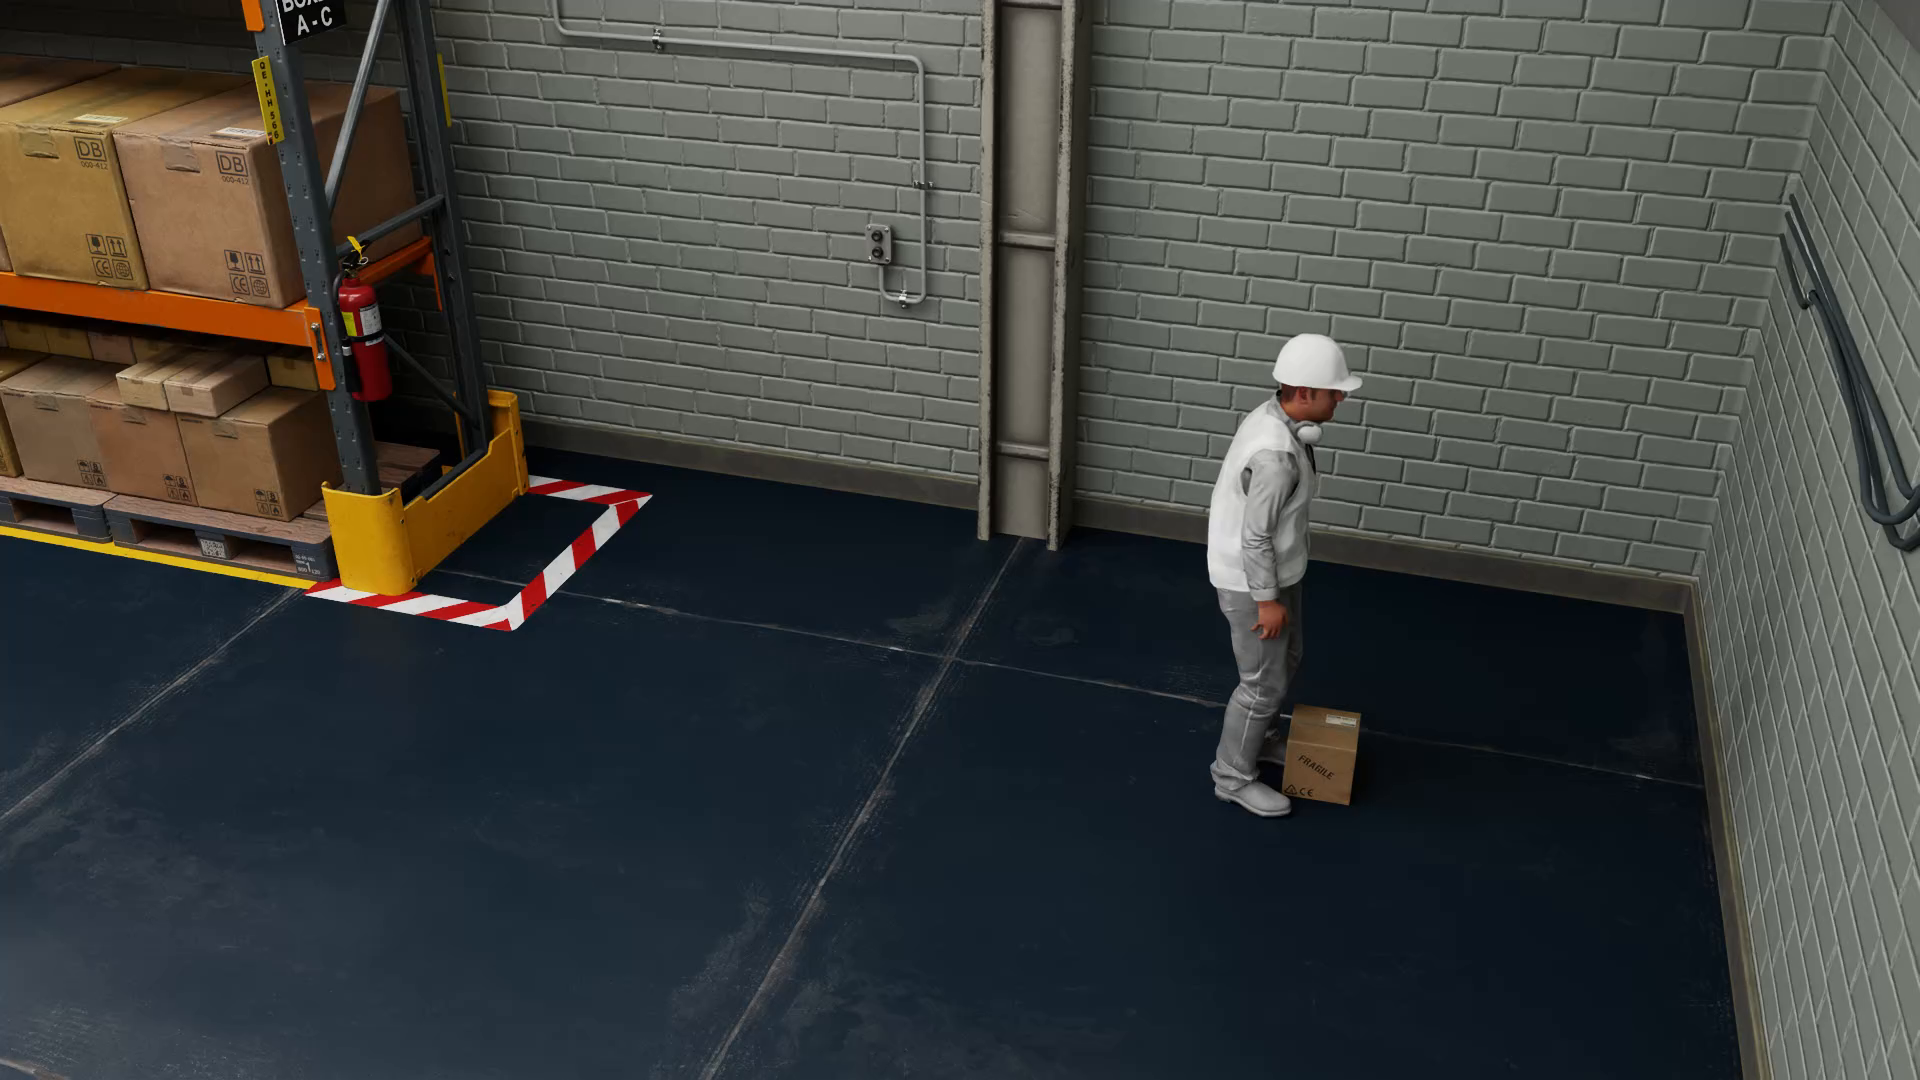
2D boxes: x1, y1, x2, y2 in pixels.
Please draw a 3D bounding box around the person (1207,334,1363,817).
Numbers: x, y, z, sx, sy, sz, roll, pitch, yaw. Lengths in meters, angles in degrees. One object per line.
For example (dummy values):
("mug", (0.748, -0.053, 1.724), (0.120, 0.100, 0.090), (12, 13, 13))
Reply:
("person", (1.107, 0.105, 5.912), (0.464, 1.768, 0.581), (8, 30, 15))
